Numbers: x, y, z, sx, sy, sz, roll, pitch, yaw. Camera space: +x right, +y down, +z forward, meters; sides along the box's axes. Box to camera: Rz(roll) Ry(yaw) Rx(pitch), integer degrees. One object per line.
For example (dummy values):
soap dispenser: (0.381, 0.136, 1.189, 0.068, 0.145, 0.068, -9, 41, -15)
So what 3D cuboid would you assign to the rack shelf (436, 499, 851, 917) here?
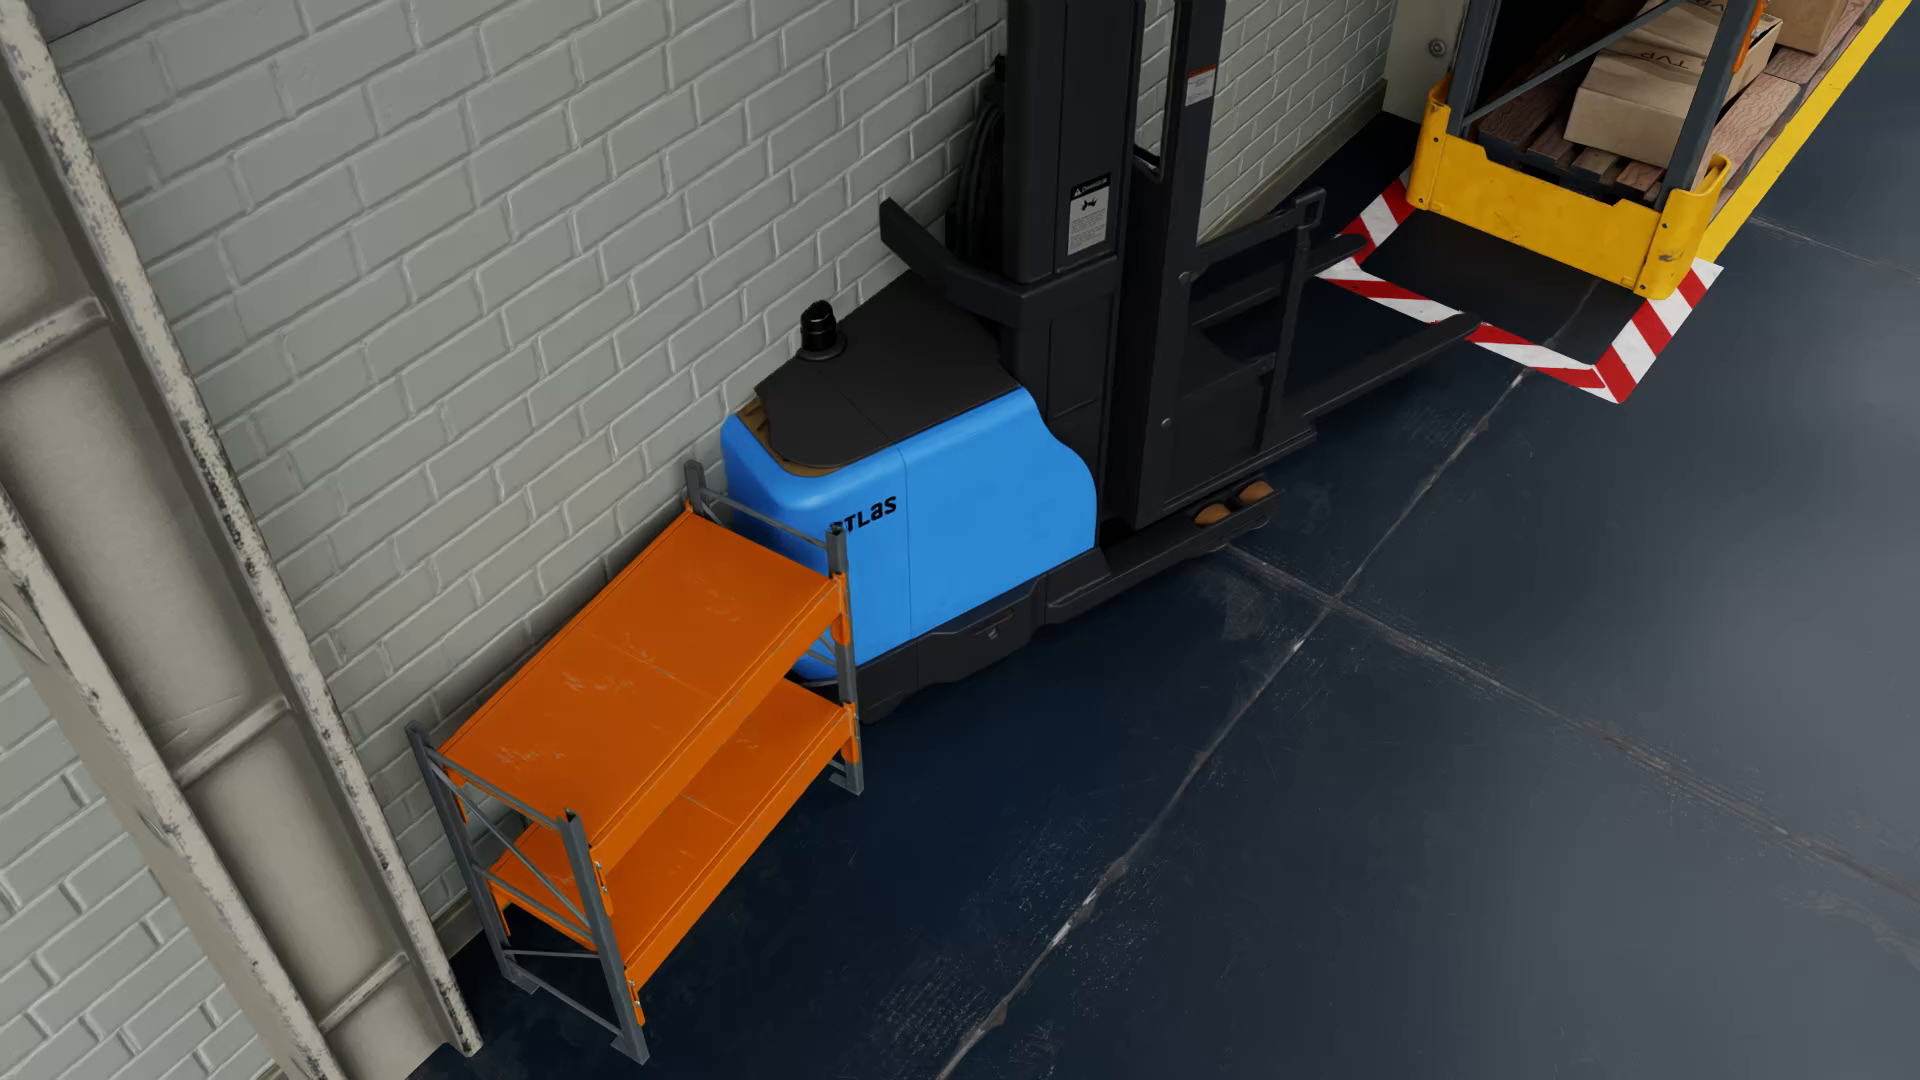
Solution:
rack shelf: (-0.778, 0.388, 4.197, 0.538, 0.278, 1.000, 24, 51, 21)

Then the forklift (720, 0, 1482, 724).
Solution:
forklift: (0.516, -1.265, 4.932, 3.031, 2.935, 1.130, -26, 52, -23)

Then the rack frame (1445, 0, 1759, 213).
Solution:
rack frame: (2.409, -2.292, 5.865, 1.000, 3.000, 0.127, 29, 53, 25)

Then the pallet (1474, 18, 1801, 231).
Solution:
pallet: (2.980, -1.822, 7.344, 1.003, 0.211, 1.213, 29, 53, 25)

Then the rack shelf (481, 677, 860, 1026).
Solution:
rack shelf: (-0.778, 0.759, 4.585, 0.538, 0.278, 1.000, 24, 51, 21)

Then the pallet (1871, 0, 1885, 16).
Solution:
pallet: (4.471, -3.218, 8.678, 1.003, 0.211, 1.213, 29, 53, 25)

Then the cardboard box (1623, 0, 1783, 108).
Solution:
cardboard box: (3.251, -2.198, 7.330, 0.500, 0.311, 0.500, 34, 55, 28)

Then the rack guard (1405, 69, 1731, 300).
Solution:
rack guard: (2.455, -1.472, 6.811, 1.175, 0.500, 0.348, 29, 53, 25)

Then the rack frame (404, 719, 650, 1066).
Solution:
rack frame: (-1.047, 0.902, 4.110, 0.500, 1.125, 0.032, 24, 51, 21)

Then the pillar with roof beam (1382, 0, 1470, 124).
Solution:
pillar with roof beam: (5.559, -3.244, 2.626, 9.100, 9.000, 0.400, 29, 53, 25)

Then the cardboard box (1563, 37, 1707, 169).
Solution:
cardboard box: (2.903, -1.871, 7.018, 0.500, 0.311, 0.500, 24, 51, 21)

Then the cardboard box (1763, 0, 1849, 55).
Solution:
cardboard box: (3.739, -2.661, 7.642, 0.700, 0.500, 0.500, 26, 52, 23)

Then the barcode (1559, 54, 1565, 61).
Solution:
barcode: (2.597, -2.062, 7.194, 0.001, 0.075, 0.075, 29, 53, 25)

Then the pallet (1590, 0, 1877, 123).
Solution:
pallet: (3.726, -2.517, 8.008, 1.003, 0.211, 1.213, 29, 53, 25)

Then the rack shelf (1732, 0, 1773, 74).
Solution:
rack shelf: (3.631, -3.188, 7.218, 1.077, 0.370, 4.000, 29, 53, 25)

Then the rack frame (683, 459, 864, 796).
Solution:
rack frame: (-0.510, 0.278, 4.706, 0.500, 1.125, 0.032, 24, 51, 21)

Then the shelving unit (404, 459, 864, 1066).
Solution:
shelving unit: (-0.778, 0.590, 4.408, 0.538, 1.125, 1.048, 24, 51, 21)
